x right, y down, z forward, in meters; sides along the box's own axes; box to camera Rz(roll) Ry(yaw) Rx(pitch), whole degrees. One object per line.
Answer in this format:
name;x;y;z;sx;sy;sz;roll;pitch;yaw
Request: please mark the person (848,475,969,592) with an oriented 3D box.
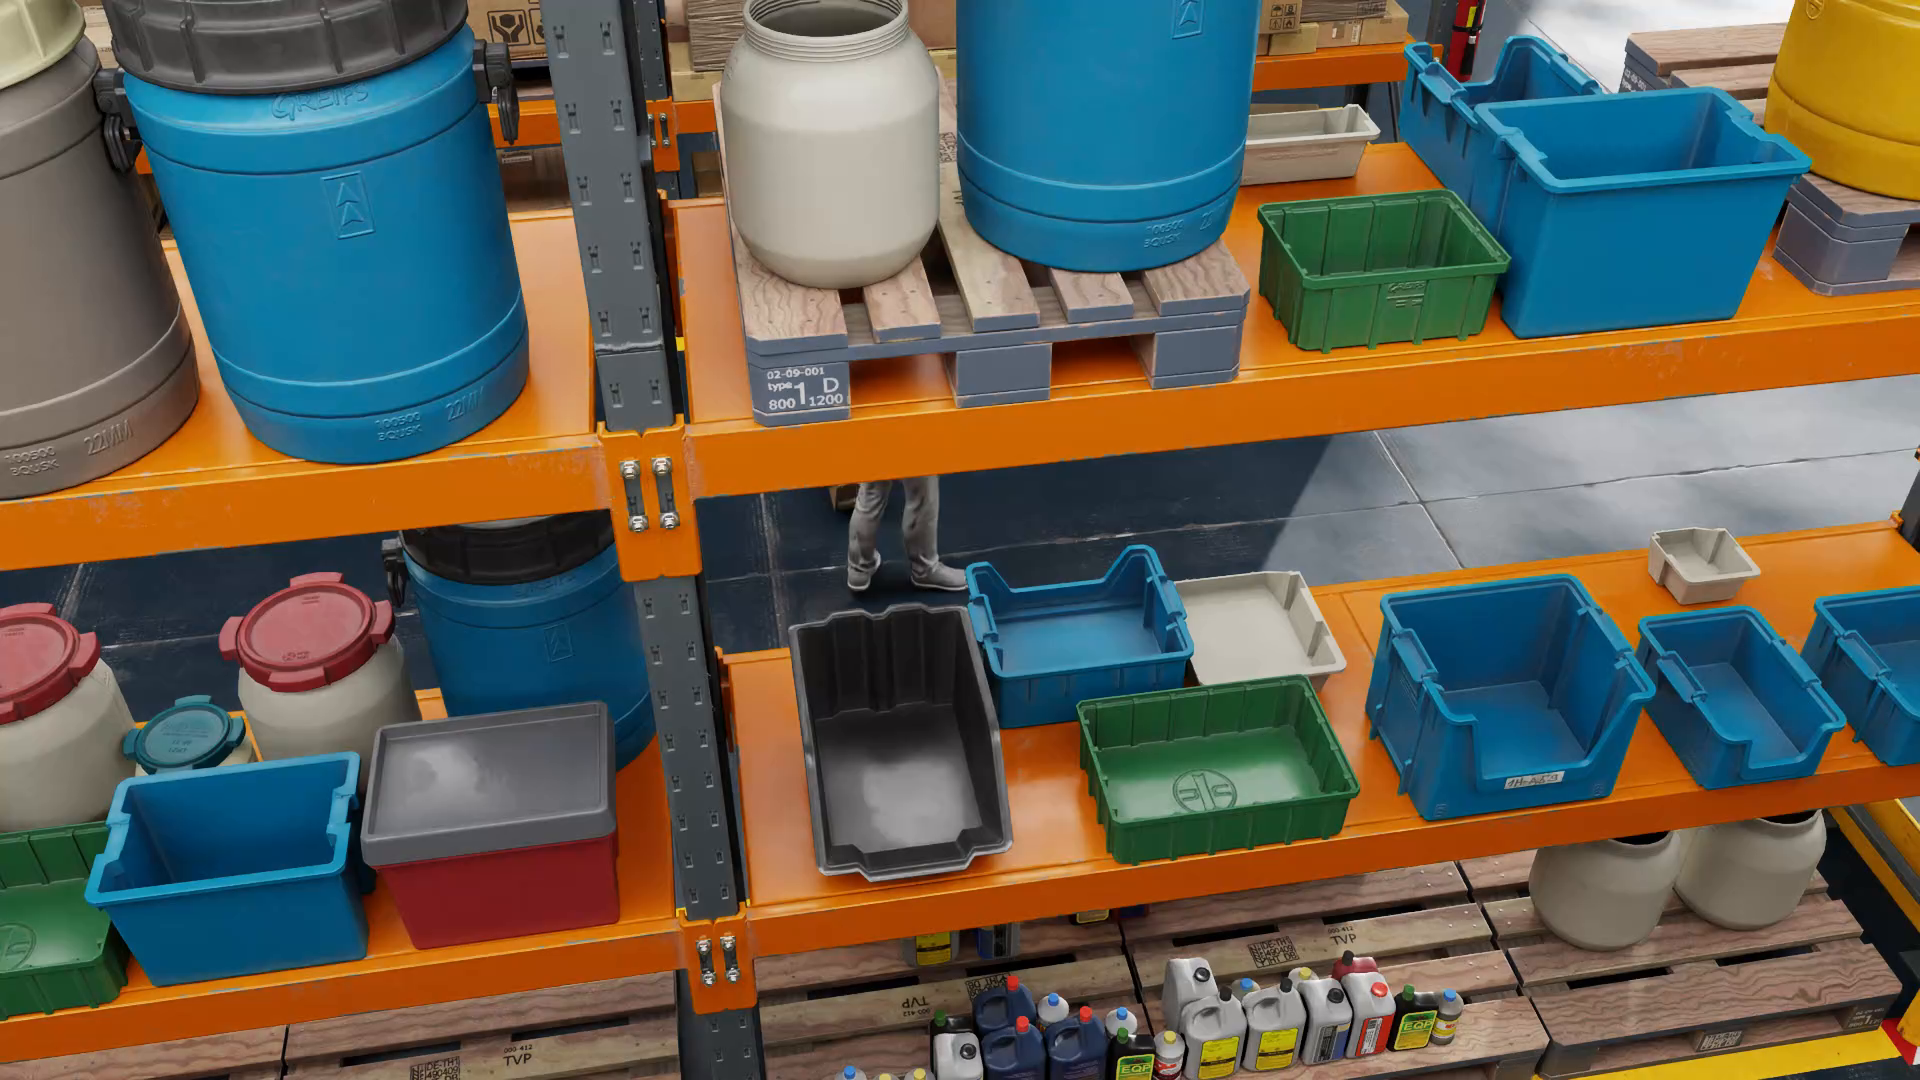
person;-0.241;-0.484;6.738;0.521;1.684;0.493;-22;44;-25
